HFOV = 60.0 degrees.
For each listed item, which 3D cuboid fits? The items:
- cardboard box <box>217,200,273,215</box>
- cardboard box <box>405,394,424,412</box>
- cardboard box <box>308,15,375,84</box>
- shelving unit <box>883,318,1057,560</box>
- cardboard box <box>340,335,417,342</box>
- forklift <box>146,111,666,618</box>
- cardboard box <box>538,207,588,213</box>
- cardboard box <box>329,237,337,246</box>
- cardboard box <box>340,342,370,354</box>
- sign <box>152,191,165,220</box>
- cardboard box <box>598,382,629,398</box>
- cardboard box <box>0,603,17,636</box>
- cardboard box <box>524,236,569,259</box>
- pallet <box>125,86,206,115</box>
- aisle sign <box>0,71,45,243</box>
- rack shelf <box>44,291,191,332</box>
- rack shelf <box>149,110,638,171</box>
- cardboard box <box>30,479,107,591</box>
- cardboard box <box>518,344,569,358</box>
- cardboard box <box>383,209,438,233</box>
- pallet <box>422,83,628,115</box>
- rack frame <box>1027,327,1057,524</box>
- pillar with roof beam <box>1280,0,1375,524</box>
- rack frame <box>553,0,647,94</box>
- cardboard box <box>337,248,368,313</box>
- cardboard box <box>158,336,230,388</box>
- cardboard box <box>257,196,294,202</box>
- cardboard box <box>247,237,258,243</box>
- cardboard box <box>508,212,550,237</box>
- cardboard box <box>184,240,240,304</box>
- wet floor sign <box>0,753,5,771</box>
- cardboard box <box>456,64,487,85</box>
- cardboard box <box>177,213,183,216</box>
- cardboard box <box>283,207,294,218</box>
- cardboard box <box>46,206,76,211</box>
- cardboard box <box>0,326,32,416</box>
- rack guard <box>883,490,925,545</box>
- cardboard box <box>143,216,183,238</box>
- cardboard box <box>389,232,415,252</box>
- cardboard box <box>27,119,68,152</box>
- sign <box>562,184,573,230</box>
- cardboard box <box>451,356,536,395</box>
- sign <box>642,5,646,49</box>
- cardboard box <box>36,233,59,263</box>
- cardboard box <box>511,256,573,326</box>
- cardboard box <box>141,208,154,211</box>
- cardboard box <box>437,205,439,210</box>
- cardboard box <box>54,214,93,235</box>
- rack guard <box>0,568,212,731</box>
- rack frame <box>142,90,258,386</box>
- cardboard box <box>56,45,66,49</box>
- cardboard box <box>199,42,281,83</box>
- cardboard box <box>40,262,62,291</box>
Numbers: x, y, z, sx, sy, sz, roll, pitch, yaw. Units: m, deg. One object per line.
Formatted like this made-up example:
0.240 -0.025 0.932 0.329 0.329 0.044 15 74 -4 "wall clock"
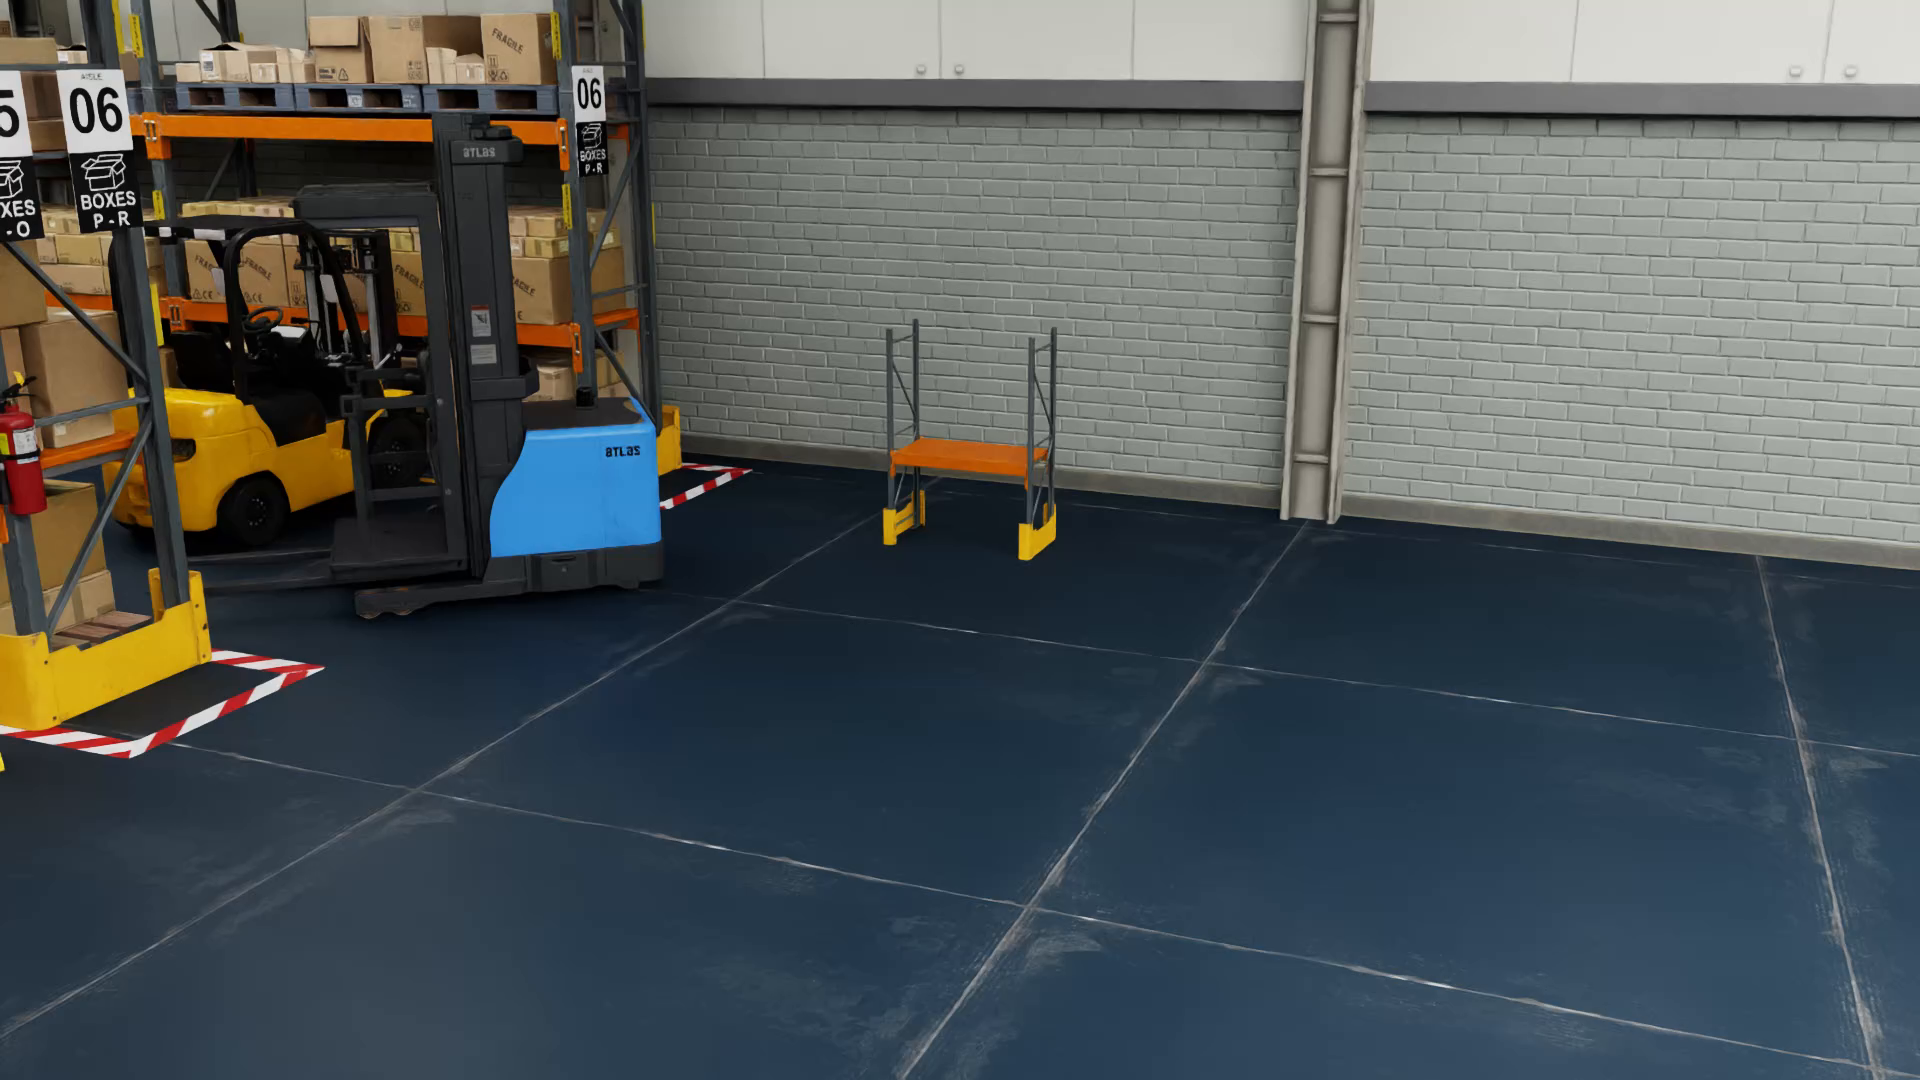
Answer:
-5.928 -2.727 13.809 0.250 0.149 0.380 7 17 21 "cardboard box"
-4.196 -1.115 13.415 0.500 0.250 0.500 6 17 19 "cardboard box"
-4.625 -3.846 13.042 0.637 0.503 0.797 7 18 22 "cardboard box"
0.071 -0.712 11.438 1.083 1.500 0.587 6 17 21 "shelving unit"
-4.927 -1.590 14.157 0.500 0.250 0.500 6 17 21 "cardboard box"
-3.457 -1.099 10.201 3.031 2.935 1.130 -5 17 -17 "forklift"
-3.136 -2.559 13.231 0.250 0.149 0.380 7 18 23 "cardboard box"
-5.019 -2.453 13.399 0.250 0.149 0.380 6 17 19 "cardboard box"
-5.125 -1.460 13.708 0.500 0.250 0.500 7 18 23 "cardboard box"
-6.589 -2.709 13.689 0.005 0.325 0.100 6 17 21 "sign"
-3.039 -1.146 13.525 0.500 0.250 0.500 7 17 22 "cardboard box"
-5.369 0.468 8.860 0.500 0.250 0.500 6 17 20 "cardboard box"
-3.103 -2.246 12.686 0.250 0.149 0.380 7 17 21 "cardboard box"
-7.224 -3.768 14.235 1.217 0.209 0.805 6 17 18 "pallet"
-4.544 -1.802 7.839 0.004 0.787 0.394 6 17 21 "aisle sign"
-8.259 -2.192 15.133 4.000 0.370 1.077 6 17 21 "rack shelf"
-4.538 -3.223 13.305 4.000 0.370 1.077 6 17 21 "rack shelf"
-5.167 -0.033 9.242 0.500 0.500 0.500 6 17 19 "cardboard box"
-3.521 -1.433 13.615 0.500 0.250 0.500 6 17 21 "cardboard box"
-4.312 -2.512 13.071 0.250 0.149 0.380 7 17 22 "cardboard box"
-3.326 -3.400 12.785 1.213 0.211 1.003 6 17 21 "pallet"
0.552 -0.660 11.255 0.032 1.500 0.500 6 17 21 "rack frame"
1.007 -3.379 7.172 0.400 9.000 9.100 6 17 21 "pillar with roof beam"
-2.678 -4.804 12.082 0.127 3.000 1.000 6 17 21 "rack frame"
-4.660 -2.110 13.382 0.500 0.500 0.500 6 17 21 "cardboard box"
-6.888 -1.444 14.774 0.625 0.625 0.875 7 18 23 "cardboard box"
-5.773 -2.844 14.214 0.250 0.149 0.380 6 17 19 "cardboard box"
-5.705 -2.546 13.719 0.250 0.149 0.380 6 17 21 "cardboard box"
-3.329 -2.425 12.769 0.250 0.149 0.380 6 17 21 "cardboard box"
-6.082 -2.267 13.924 0.500 0.500 0.500 6 17 19 "cardboard box"
-4.711 0.792 7.788 0.232 0.644 0.267 14 21 40 "wet floor sign"
-3.560 -3.499 12.483 0.250 0.149 0.380 6 17 19 "cardboard box"
-6.647 -2.784 14.539 0.250 0.149 0.380 6 17 19 "cardboard box"
-5.241 -2.626 13.461 0.250 0.149 0.380 6 17 20 "cardboard box"
-8.048 -2.952 15.118 0.250 0.149 0.380 6 17 21 "cardboard box"
-5.101 -0.810 8.372 0.500 0.500 0.500 6 17 20 "cardboard box"
-0.392 -0.163 11.787 0.087 0.250 0.587 6 17 21 "rack guard"
-6.798 -2.669 14.145 0.250 0.149 0.380 7 18 23 "cardboard box"
-4.305 -2.370 13.116 0.250 0.149 0.380 6 17 21 "cardboard box"
-4.685 -2.074 8.506 0.250 0.149 0.380 6 17 21 "cardboard box"
-2.890 -2.454 12.244 0.005 0.325 0.100 6 17 21 "sign"
-3.698 -1.302 13.162 0.500 0.250 0.500 7 17 22 "cardboard box"
-2.468 -3.965 12.861 0.005 0.325 0.100 6 17 21 "sign"
-7.904 -2.589 14.584 0.500 0.250 0.500 7 17 22 "cardboard box"
-3.232 -1.953 12.843 0.500 0.500 0.500 6 17 19 "cardboard box"
-7.355 -2.871 14.840 0.250 0.149 0.380 6 17 20 "cardboard box"
-4.081 -2.676 13.636 0.250 0.149 0.380 6 17 19 "cardboard box"
-7.546 -2.722 14.328 0.250 0.149 0.380 6 17 19 "cardboard box"
-4.566 0.557 8.858 0.348 0.500 1.175 6 17 21 "rack guard"
-6.399 -2.332 14.328 0.127 3.000 1.000 6 17 21 "rack frame"
-7.876 -4.069 14.157 0.500 0.311 0.500 6 17 19 "cardboard box"
-5.714 -3.832 13.339 0.500 0.311 0.500 7 17 22 "cardboard box"
-7.884 -2.353 14.667 0.500 0.250 0.500 6 17 21 "cardboard box"
